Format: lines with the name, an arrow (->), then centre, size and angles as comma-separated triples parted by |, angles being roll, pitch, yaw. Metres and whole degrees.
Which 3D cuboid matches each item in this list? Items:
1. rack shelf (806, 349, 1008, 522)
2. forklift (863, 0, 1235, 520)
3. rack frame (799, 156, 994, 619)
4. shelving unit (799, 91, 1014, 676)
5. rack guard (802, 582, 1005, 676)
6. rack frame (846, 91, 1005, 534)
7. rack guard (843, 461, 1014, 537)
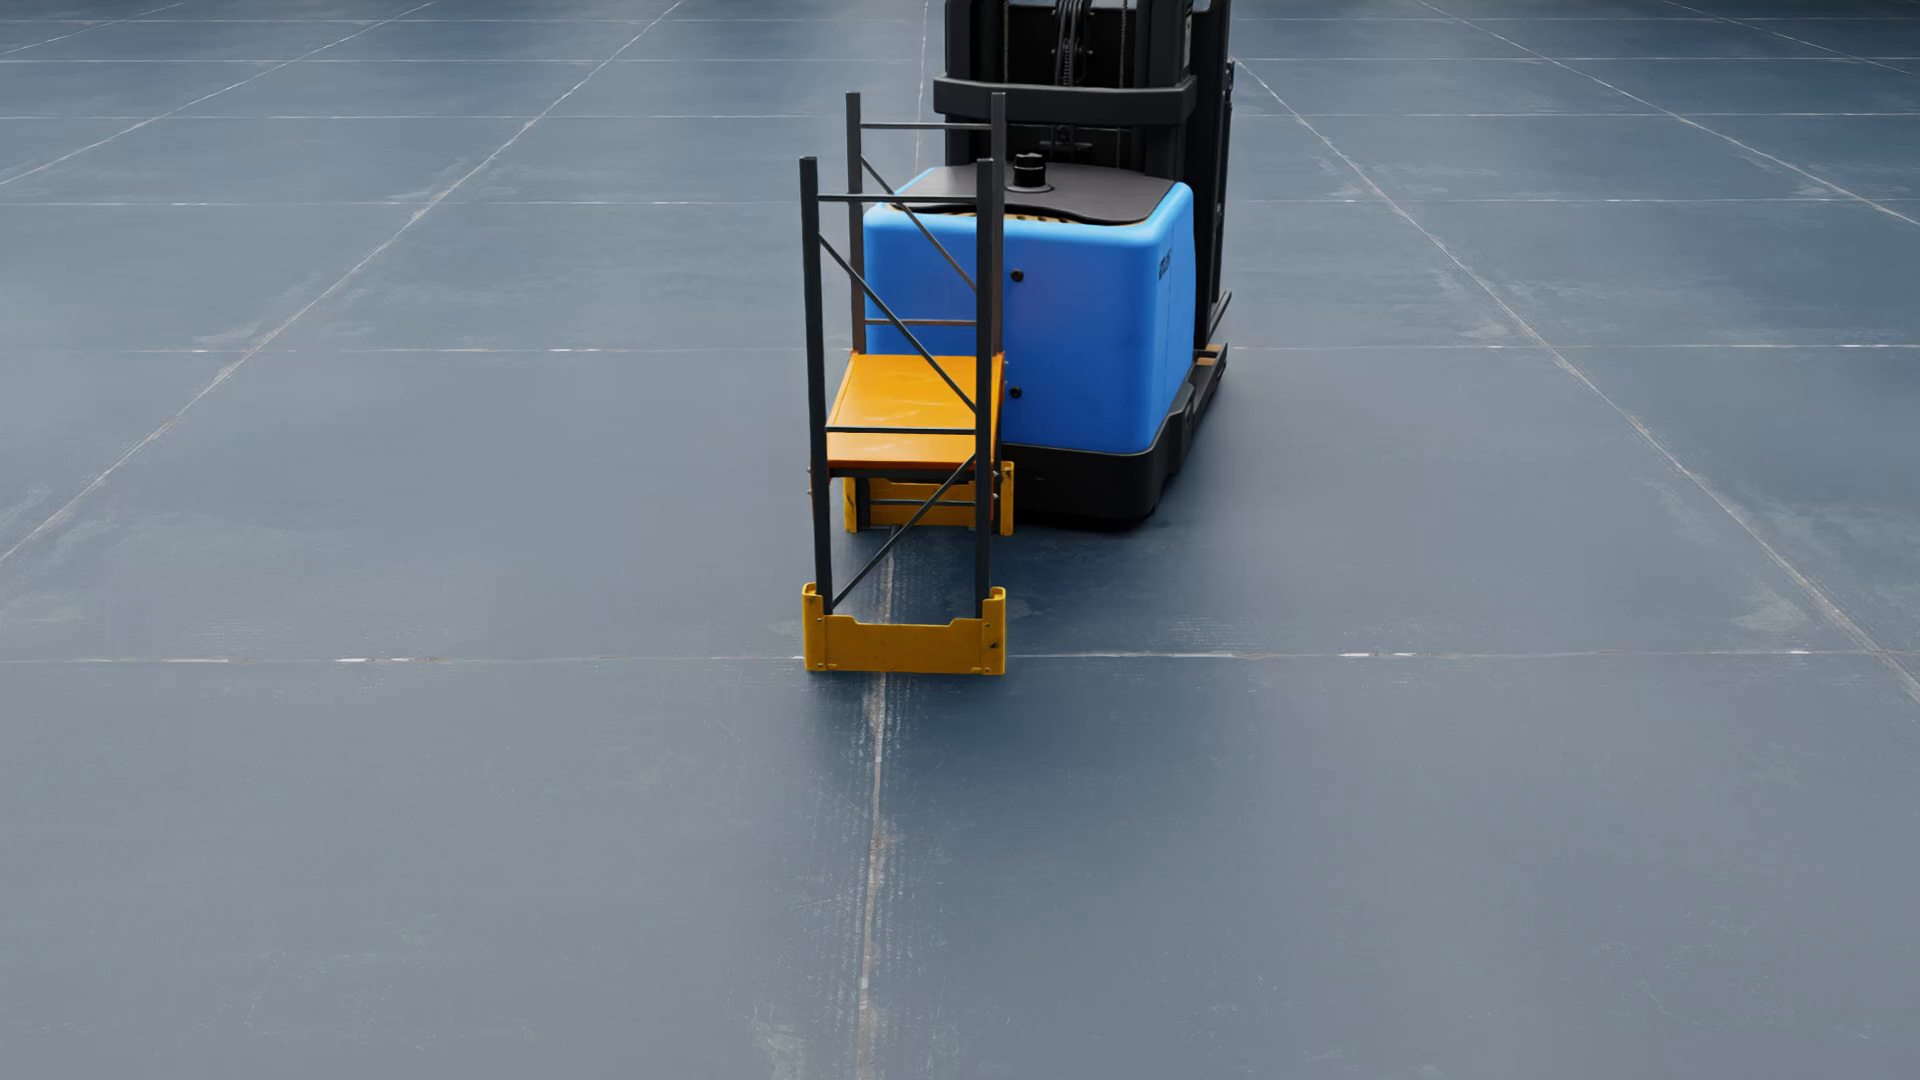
rack shelf -> -0.136, -0.345, 5.129 | 0.538, 0.185, 1.000 | 1, 24, 3
forklift -> 0.546, -1.987, 6.587 | 1.130, 2.935, 3.031 | 7, 25, 14
rack frame -> -0.164, -0.300, 4.592 | 0.500, 1.500, 0.032 | 1, 24, 3
shelving unit -> -0.135, -0.512, 5.063 | 0.587, 1.500, 1.083 | 1, 24, 3
rack guard -> -0.163, 0.262, 4.868 | 0.587, 0.250, 0.087 | 1, 24, 3
rack frame -> -0.108, -0.718, 5.517 | 0.500, 1.500, 0.032 | 1, 24, 3
rack guard -> -0.108, -0.148, 5.774 | 0.587, 0.250, 0.087 | 1, 24, 3
